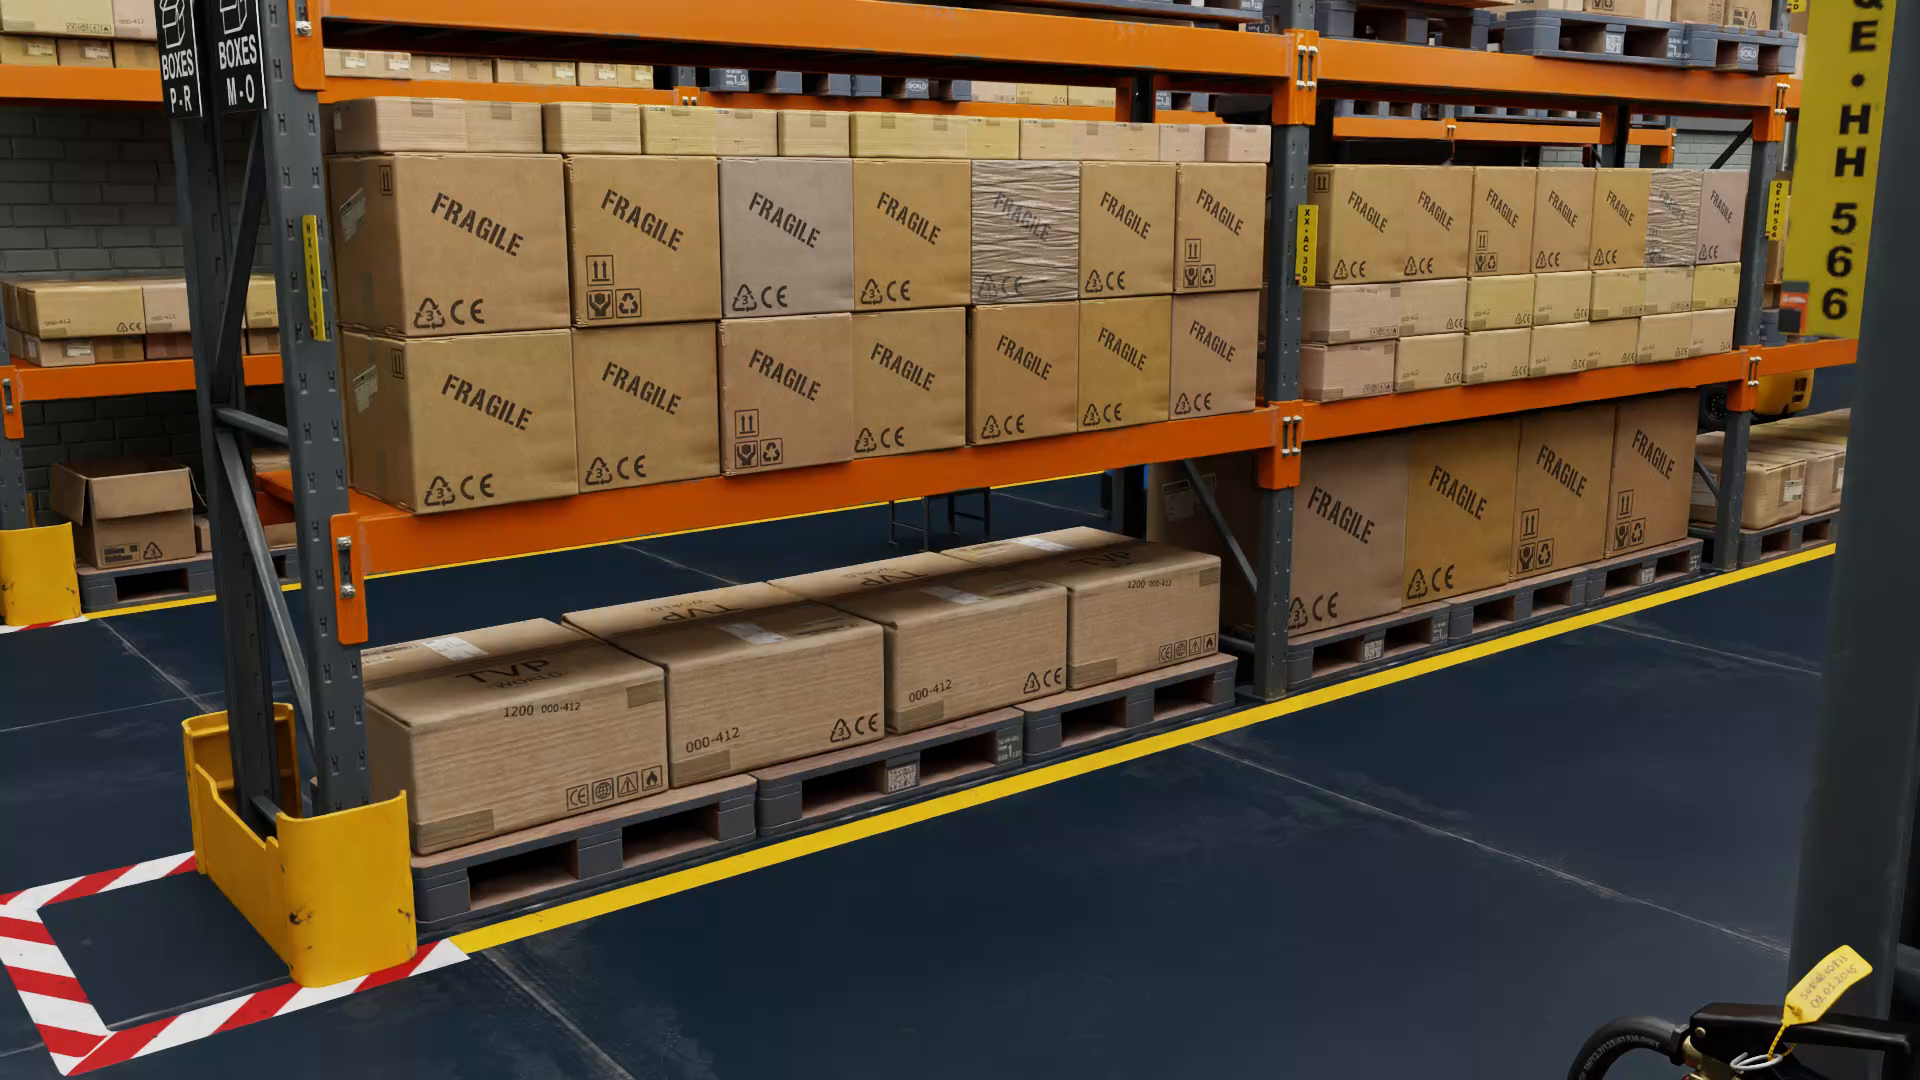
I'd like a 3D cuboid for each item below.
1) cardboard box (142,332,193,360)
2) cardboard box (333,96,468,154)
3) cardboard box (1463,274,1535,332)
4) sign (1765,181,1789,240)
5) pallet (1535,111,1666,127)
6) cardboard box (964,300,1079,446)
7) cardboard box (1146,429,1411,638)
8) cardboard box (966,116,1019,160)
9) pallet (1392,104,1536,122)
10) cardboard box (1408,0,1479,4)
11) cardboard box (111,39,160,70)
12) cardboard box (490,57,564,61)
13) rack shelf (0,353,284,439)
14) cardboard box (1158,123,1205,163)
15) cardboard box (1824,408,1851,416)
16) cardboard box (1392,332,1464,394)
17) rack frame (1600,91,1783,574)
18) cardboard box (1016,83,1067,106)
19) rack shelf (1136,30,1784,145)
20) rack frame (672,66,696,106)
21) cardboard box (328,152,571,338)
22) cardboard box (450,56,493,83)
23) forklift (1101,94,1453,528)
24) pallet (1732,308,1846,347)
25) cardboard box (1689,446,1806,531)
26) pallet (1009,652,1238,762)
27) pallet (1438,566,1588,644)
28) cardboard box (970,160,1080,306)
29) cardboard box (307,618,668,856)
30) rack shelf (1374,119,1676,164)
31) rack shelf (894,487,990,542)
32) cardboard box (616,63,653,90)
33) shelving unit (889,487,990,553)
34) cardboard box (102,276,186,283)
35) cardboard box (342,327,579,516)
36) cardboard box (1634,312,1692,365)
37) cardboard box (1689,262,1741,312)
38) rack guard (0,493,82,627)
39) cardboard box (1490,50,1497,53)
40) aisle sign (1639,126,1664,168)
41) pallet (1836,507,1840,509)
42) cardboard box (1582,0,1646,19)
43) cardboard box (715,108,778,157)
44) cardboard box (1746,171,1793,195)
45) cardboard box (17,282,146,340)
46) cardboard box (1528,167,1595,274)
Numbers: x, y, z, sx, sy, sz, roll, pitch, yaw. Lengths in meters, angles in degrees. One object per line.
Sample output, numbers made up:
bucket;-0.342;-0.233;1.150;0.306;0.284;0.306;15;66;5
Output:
cardboard box;-4.370;-1.080;9.097;0.250;0.149;0.380;-10;15;-38
cardboard box;-1.597;-1.176;4.736;0.250;0.149;0.380;-9;15;-36
cardboard box;2.396;-1.155;8.002;0.500;0.250;0.500;-9;15;-37
sign;4.549;-1.834;9.259;0.005;0.325;0.100;-9;15;-38
pallet;6.774;-4.537;17.764;1.213;0.211;1.003;-9;15;-38
cardboard box;0.092;-0.651;6.231;0.500;0.500;0.500;-10;15;-38
cardboard box;1.510;-0.098;7.974;0.875;0.875;0.875;-9;15;-36
cardboard box;-0.003;-1.447;6.011;0.250;0.149;0.380;-10;15;-39
pallet;4.869;-4.220;16.273;1.213;0.211;1.003;-9;15;-38
cardboard box;1.945;-2.628;7.308;0.500;0.500;0.500;-10;15;-39
cardboard box;-4.358;-2.541;8.757;0.250;0.149;0.380;-9;15;-37
cardboard box;-2.647;-3.010;10.007;0.500;0.250;0.500;-10;16;-40
rack shelf;-3.589;-1.032;9.998;4.000;0.370;1.077;-9;15;-38
cardboard box;0.761;-1.586;6.665;0.250;0.149;0.380;-9;15;-36
cardboard box;6.915;-0.728;12.152;0.625;0.372;0.950;-9;15;-37
cardboard box;1.988;-0.847;7.757;0.500;0.250;0.500;-10;16;-39
rack frame;4.200;-1.358;9.801;0.127;3.000;1.000;-9;15;-38
cardboard box;0.455;-3.385;12.487;0.500;0.250;0.500;-9;15;-37
rack shelf;2.638;-2.214;8.342;4.000;0.370;1.077;-9;15;-38
rack frame;-2.028;-1.643;11.146;0.127;3.000;1.000;-9;15;-38
cardboard box;-1.495;-0.874;4.874;0.500;0.500;0.500;-10;15;-39
cardboard box;-2.954;-2.767;9.823;0.250;0.149;0.380;-9;15;-36
forklift;2.535;-1.598;11.099;3.031;2.935;1.130;-4;13;-18
pallet;4.689;-1.374;10.338;1.003;0.211;1.213;-9;15;-38
cardboard box;4.647;-0.349;10.368;0.625;0.372;0.950;-11;16;-41
pallet;0.433;0.611;7.241;1.213;0.211;1.003;-9;15;-38
pallet;2.585;0.254;8.925;1.213;0.211;1.003;-9;15;-38
cardboard box;0.087;-1.139;6.121;0.500;0.500;0.500;-9;15;-37
cardboard box;-1.594;0.626;5.614;0.875;0.438;0.875;-10;16;-40
rack shelf;5.781;-4.056;17.020;4.000;0.370;1.077;-9;15;-38
rack shelf;-0.129;-0.308;10.458;0.480;0.518;0.431;-9;15;-38
cardboard box;-2.124;-2.893;10.415;0.250;0.149;0.380;-10;15;-38
shelving unit;-0.129;-1.006;10.310;0.503;2.100;0.431;-9;15;-38
cardboard box;-4.554;-1.366;9.484;0.500;0.250;0.500;-9;15;-37
cardboard box;-1.493;-0.384;4.976;0.500;0.500;0.500;-10;15;-38
cardboard box;3.578;-1.108;8.985;0.500;0.250;0.500;-9;15;-37
cardboard box;3.980;-1.425;9.275;0.500;0.250;0.500;-10;15;-38
rack guard;-5.092;0.089;9.007;0.348;0.500;1.175;-9;15;-38
cardboard box;5.806;-4.689;16.768;0.637;0.503;0.797;-9;15;-36
aisle sign;7.577;-4.433;18.025;0.004;0.787;0.394;-9;15;-38
pallet;5.763;-0.252;11.308;1.213;0.211;1.003;-9;15;-38
cardboard box;3.004;-2.804;8.137;0.500;0.500;0.500;-9;15;-37
cardboard box;-0.796;-1.316;5.397;0.250;0.149;0.380;-9;15;-37
cardboard box;5.301;-2.333;10.864;0.250;0.149;0.380;-10;16;-40
cardboard box;-4.629;-1.212;8.758;0.500;0.250;0.500;-9;15;-37
cardboard box;2.772;-1.590;8.249;0.500;0.500;0.500;-10;15;-39
